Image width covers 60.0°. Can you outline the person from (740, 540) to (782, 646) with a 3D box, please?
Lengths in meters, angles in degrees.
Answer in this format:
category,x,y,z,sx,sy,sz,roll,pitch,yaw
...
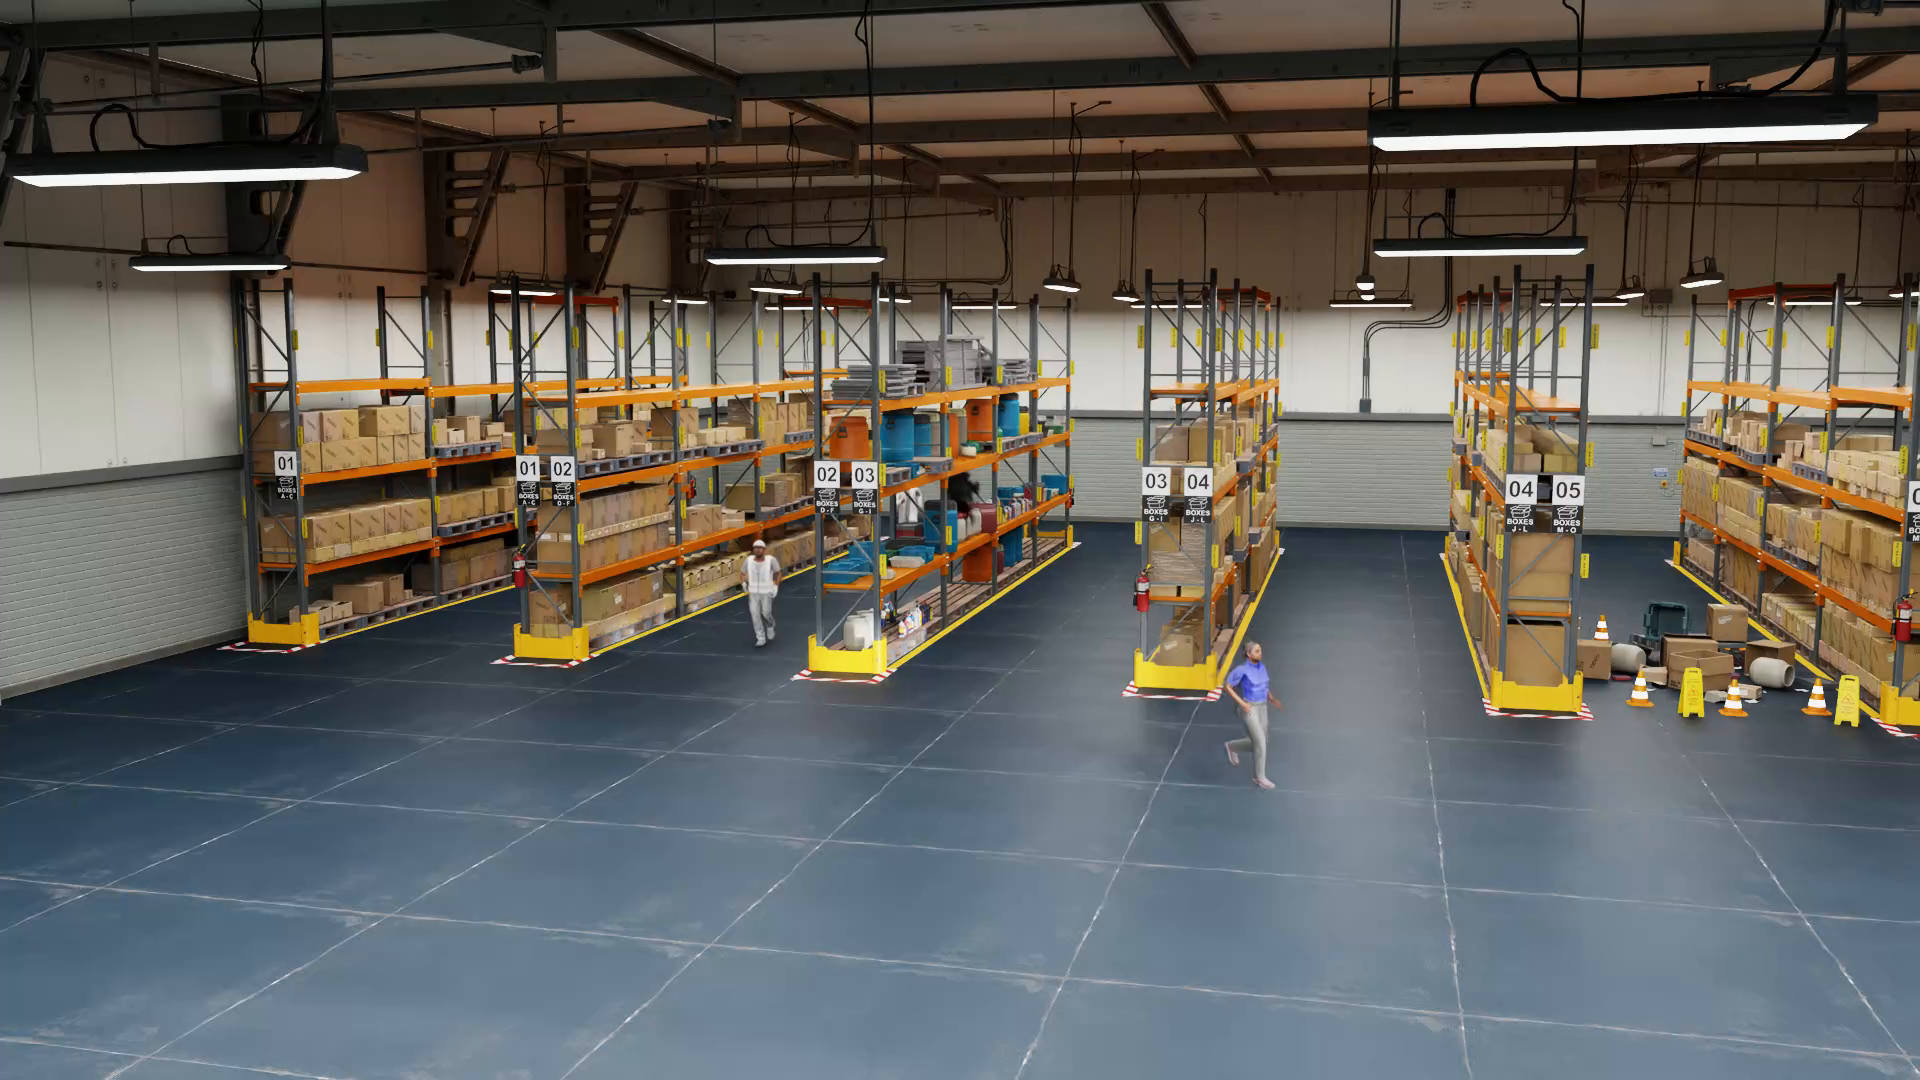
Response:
category,x,y,z,sx,sy,sz,roll,pitch,yaw
person,-3.301,0.860,27.399,0.679,1.744,0.585,1,7,5

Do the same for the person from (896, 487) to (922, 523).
category,x,y,z,sx,sy,sz,roll,pitch,yaw
person,-1.239,-0.579,39.156,0.673,1.842,0.949,0,7,3

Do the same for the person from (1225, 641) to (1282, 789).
category,x,y,z,sx,sy,sz,roll,pitch,yaw
person,3.285,1.958,18.857,0.577,1.643,0.738,-6,9,-41

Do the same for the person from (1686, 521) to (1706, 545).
category,x,y,z,sx,sy,sz,roll,pitch,yaw
person,17.043,-0.385,38.265,0.683,1.707,0.596,5,8,34
